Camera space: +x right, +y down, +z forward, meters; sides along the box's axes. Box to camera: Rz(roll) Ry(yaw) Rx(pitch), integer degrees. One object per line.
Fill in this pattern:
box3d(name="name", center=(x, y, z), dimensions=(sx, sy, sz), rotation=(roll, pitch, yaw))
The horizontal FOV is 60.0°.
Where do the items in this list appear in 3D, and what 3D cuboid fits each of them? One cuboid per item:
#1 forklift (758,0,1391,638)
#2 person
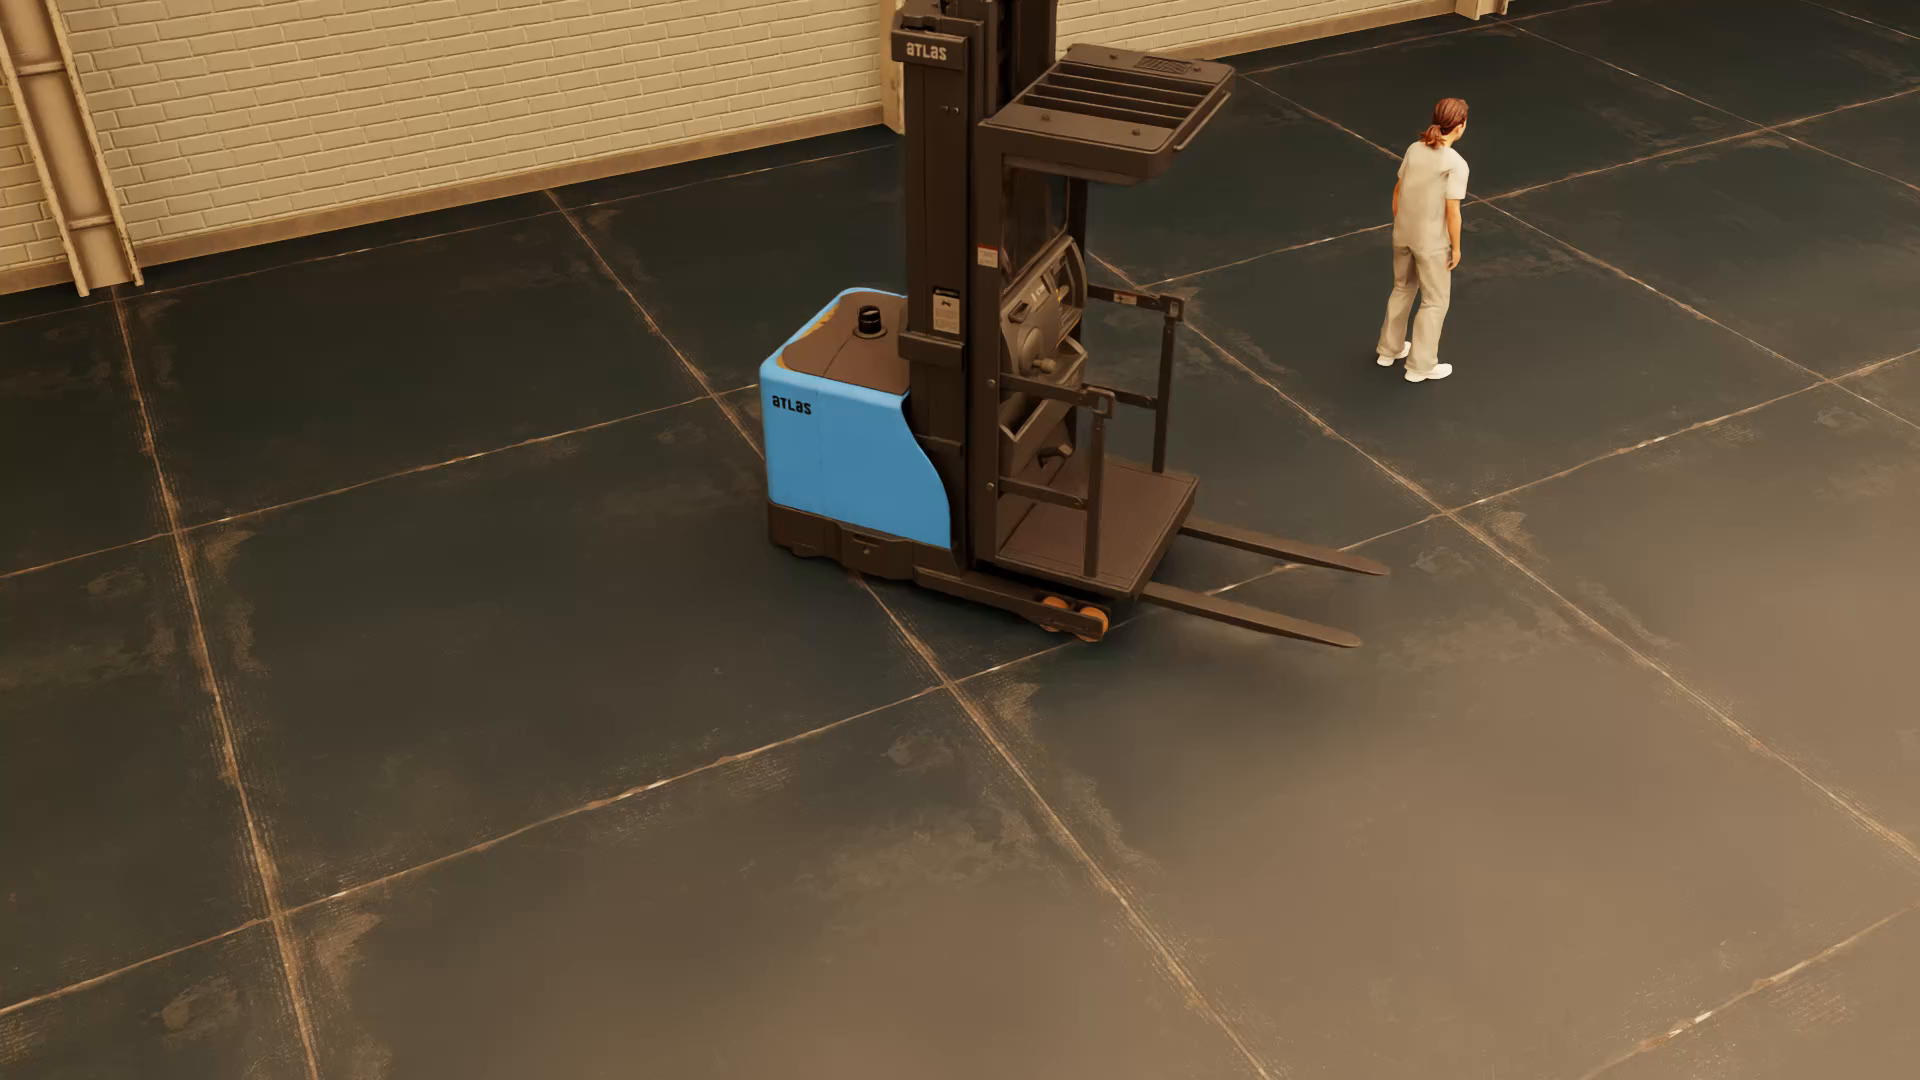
box3d(name="forklift", center=(0.584, -1.074, 7.642), dimensions=(3.031, 2.935, 1.130), rotation=(13, 37, 18))
box3d(name="person", center=(2.714, -1.743, 9.686), dimensions=(0.364, 1.665, 0.496), rotation=(-22, 41, -28))
